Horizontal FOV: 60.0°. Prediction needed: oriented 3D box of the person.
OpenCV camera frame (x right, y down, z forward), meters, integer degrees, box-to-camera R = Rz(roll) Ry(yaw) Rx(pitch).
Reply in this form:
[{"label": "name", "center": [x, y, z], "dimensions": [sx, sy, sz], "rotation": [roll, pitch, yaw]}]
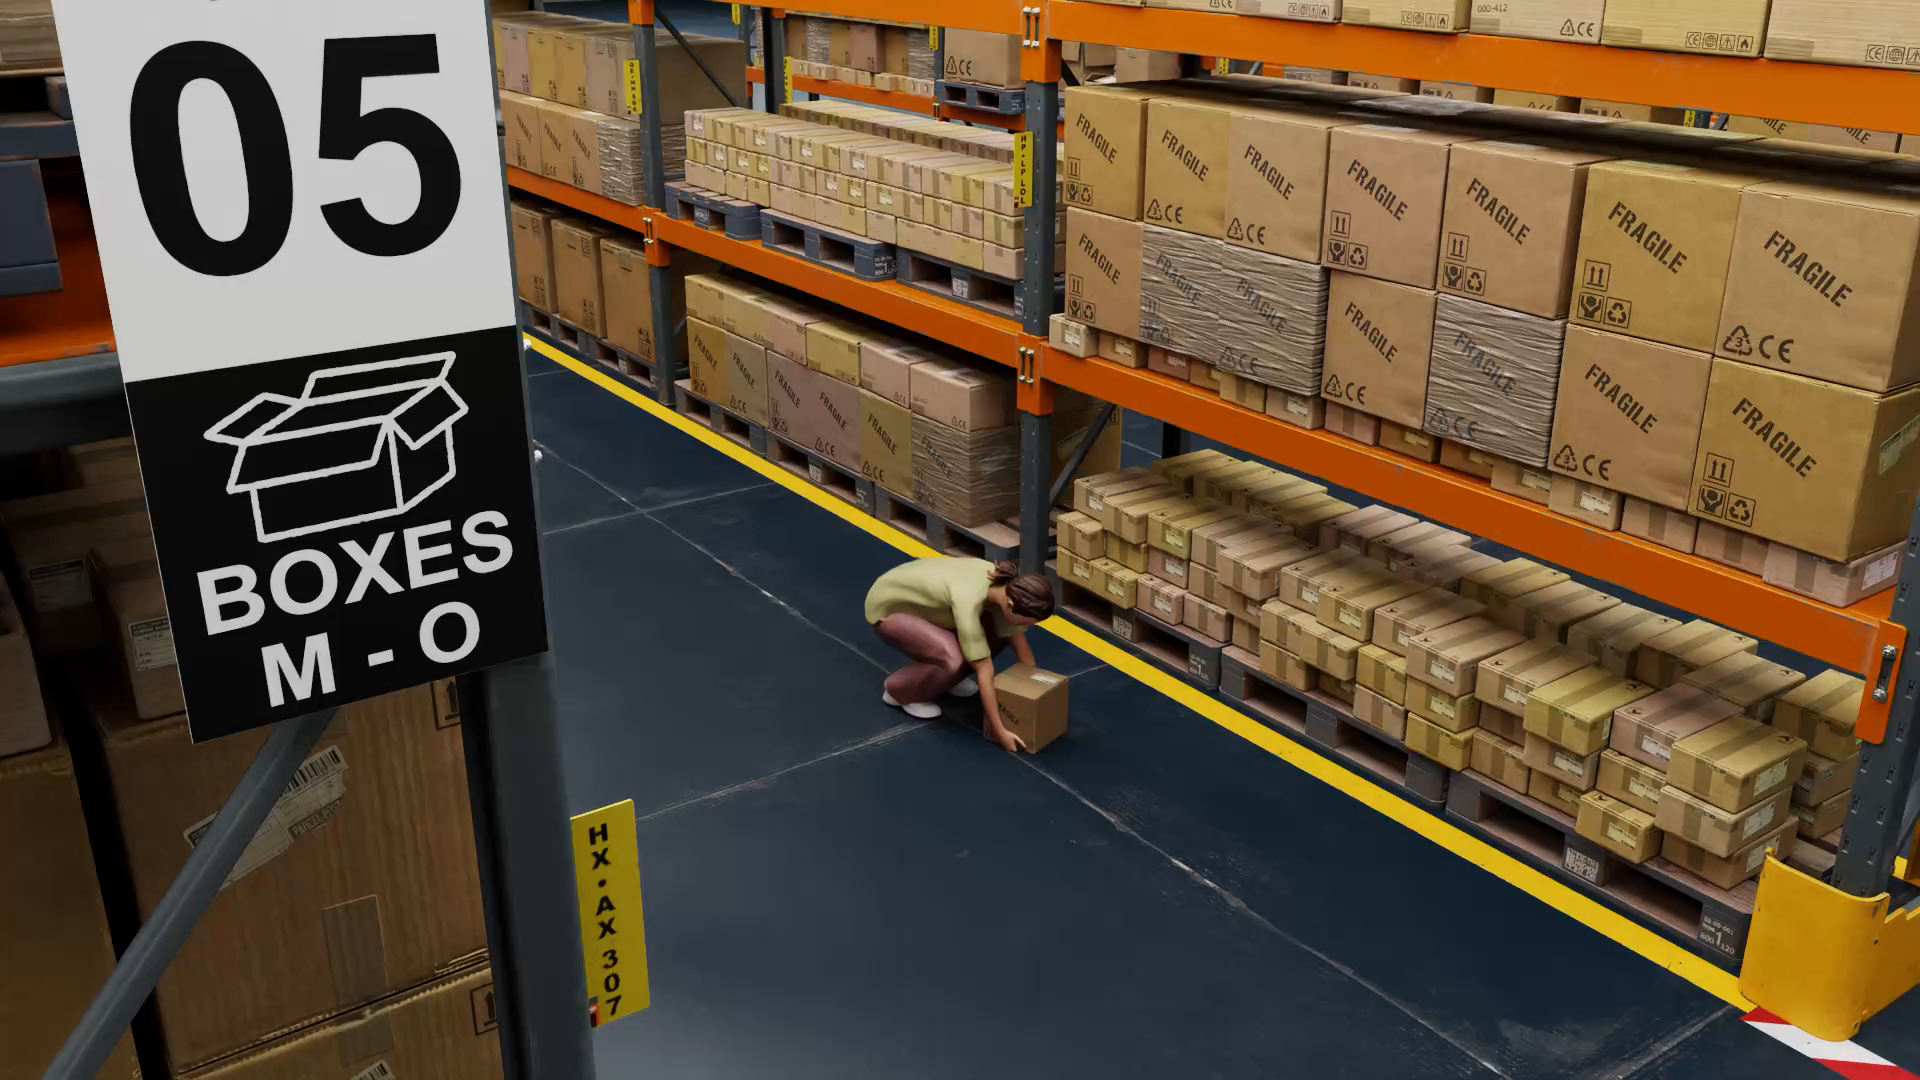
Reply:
[{"label": "person", "center": [0.014, 0.420, 6.932], "dimensions": [0.864, 0.742, 0.467], "rotation": [14, 25, 32]}]
